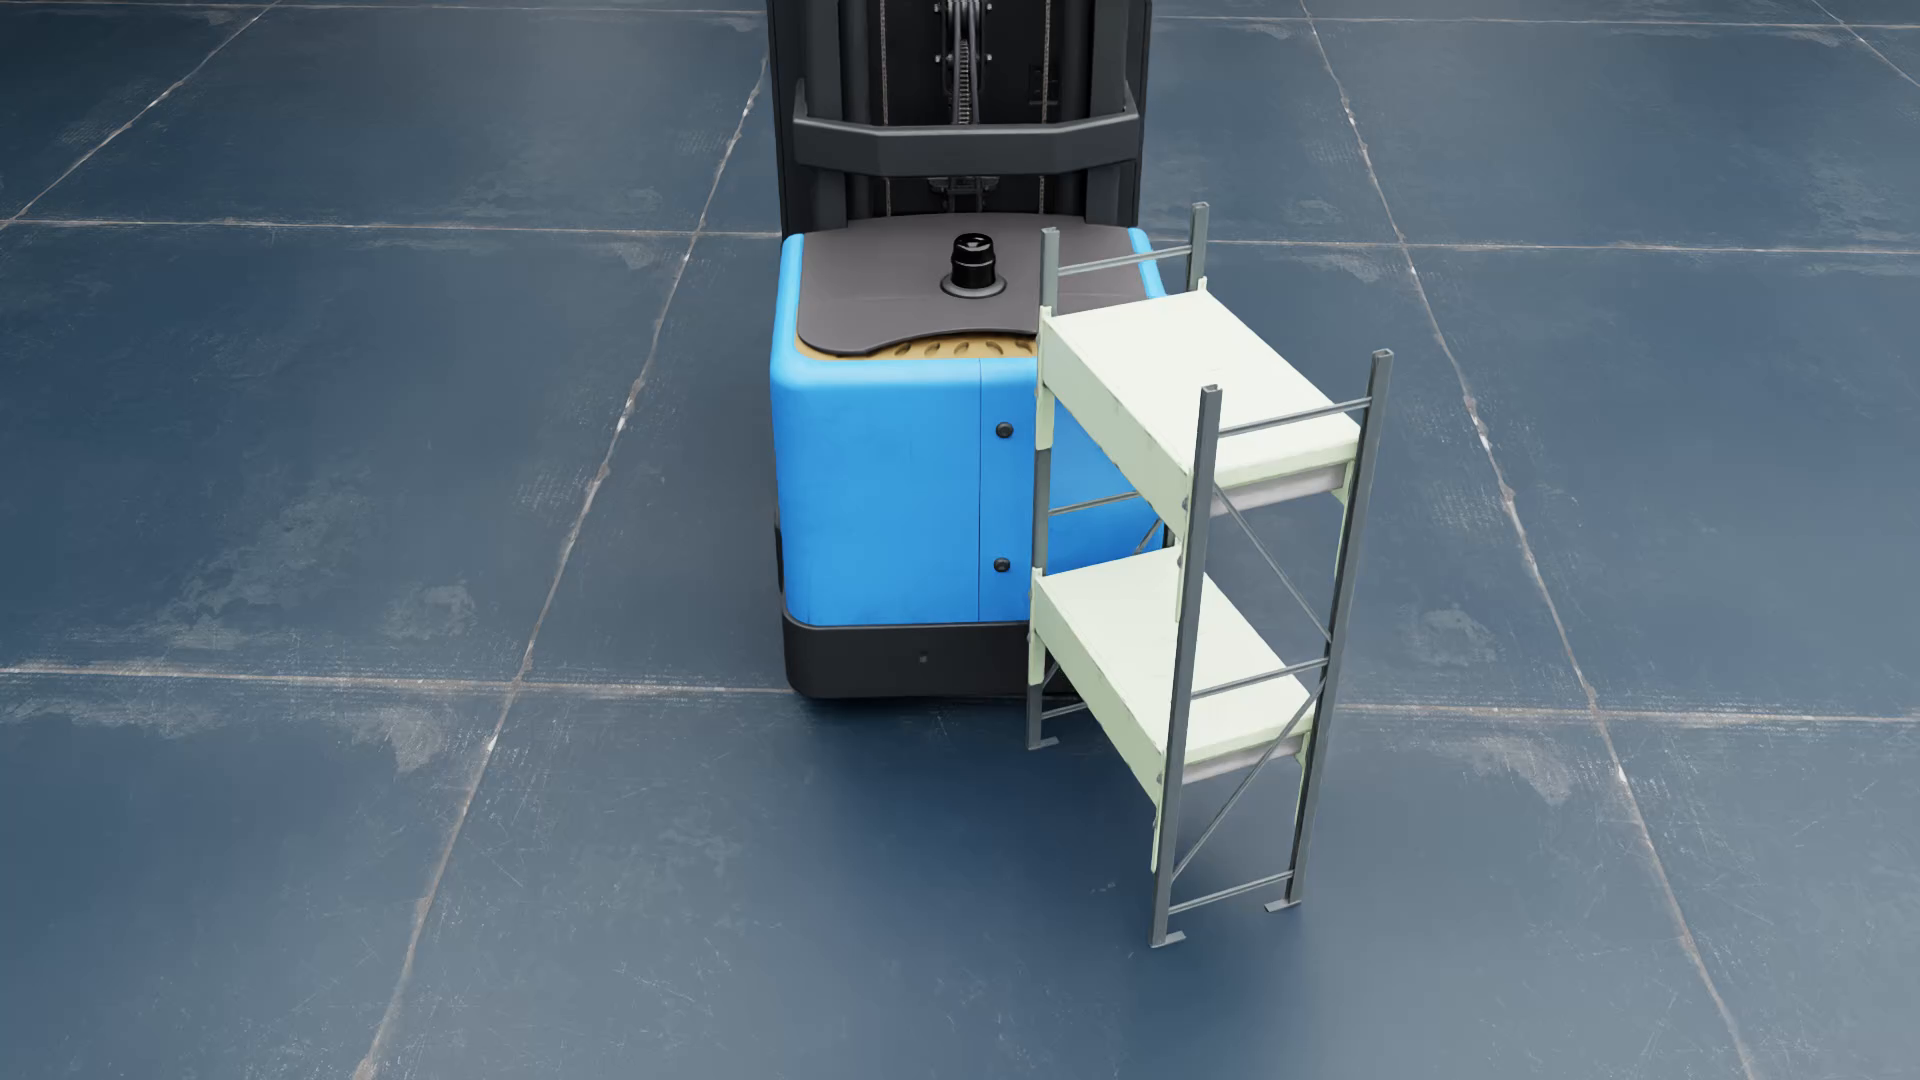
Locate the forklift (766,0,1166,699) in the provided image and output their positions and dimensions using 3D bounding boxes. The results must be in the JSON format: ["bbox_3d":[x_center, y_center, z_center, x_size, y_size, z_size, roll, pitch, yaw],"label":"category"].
[{"bbox_3d":[-0.012,-1.590,4.963,1.130,2.935,3.031,-1,35,-2],"label":"forklift"}]

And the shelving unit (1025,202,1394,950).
[{"bbox_3d":[0.498,0.101,3.802,0.431,1.500,0.755,-13,37,-17],"label":"shelving unit"}]

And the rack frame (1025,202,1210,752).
[{"bbox_3d":[0.366,-0.095,4.081,0.400,1.500,0.023,-13,37,-17],"label":"rack frame"}]

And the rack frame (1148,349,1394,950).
[{"bbox_3d":[0.631,0.297,3.523,0.400,1.500,0.023,-13,37,-17],"label":"rack frame"}]

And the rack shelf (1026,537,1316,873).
[{"bbox_3d":[0.498,0.368,3.989,0.431,0.370,0.720,-13,37,-17],"label":"rack shelf"}]

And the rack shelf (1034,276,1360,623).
[{"bbox_3d":[0.498,-0.218,3.577,0.431,0.370,0.720,-13,37,-17],"label":"rack shelf"}]
